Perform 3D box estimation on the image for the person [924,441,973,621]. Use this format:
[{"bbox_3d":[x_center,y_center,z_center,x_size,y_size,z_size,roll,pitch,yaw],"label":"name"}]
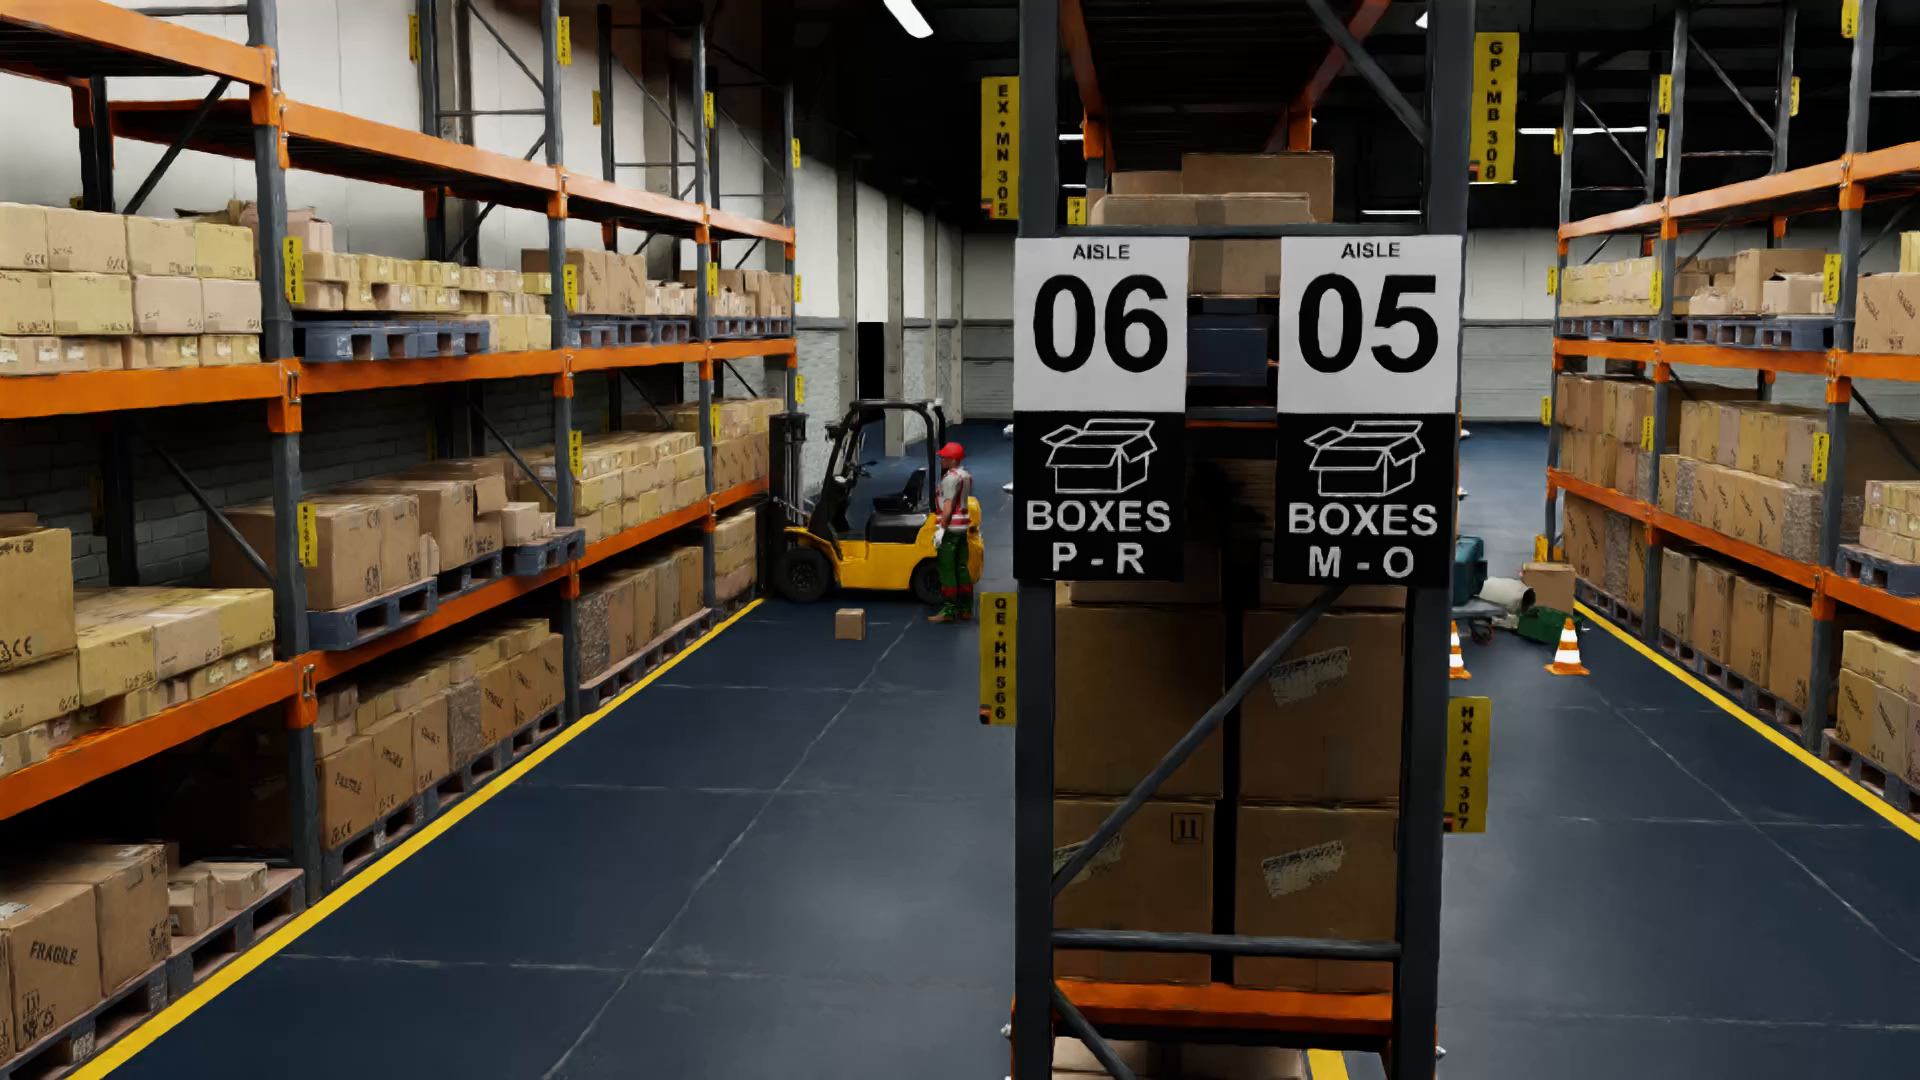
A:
[{"bbox_3d":[-0.094,-0.090,16.656,0.379,1.795,0.665,3,8,23],"label":"person"}]
